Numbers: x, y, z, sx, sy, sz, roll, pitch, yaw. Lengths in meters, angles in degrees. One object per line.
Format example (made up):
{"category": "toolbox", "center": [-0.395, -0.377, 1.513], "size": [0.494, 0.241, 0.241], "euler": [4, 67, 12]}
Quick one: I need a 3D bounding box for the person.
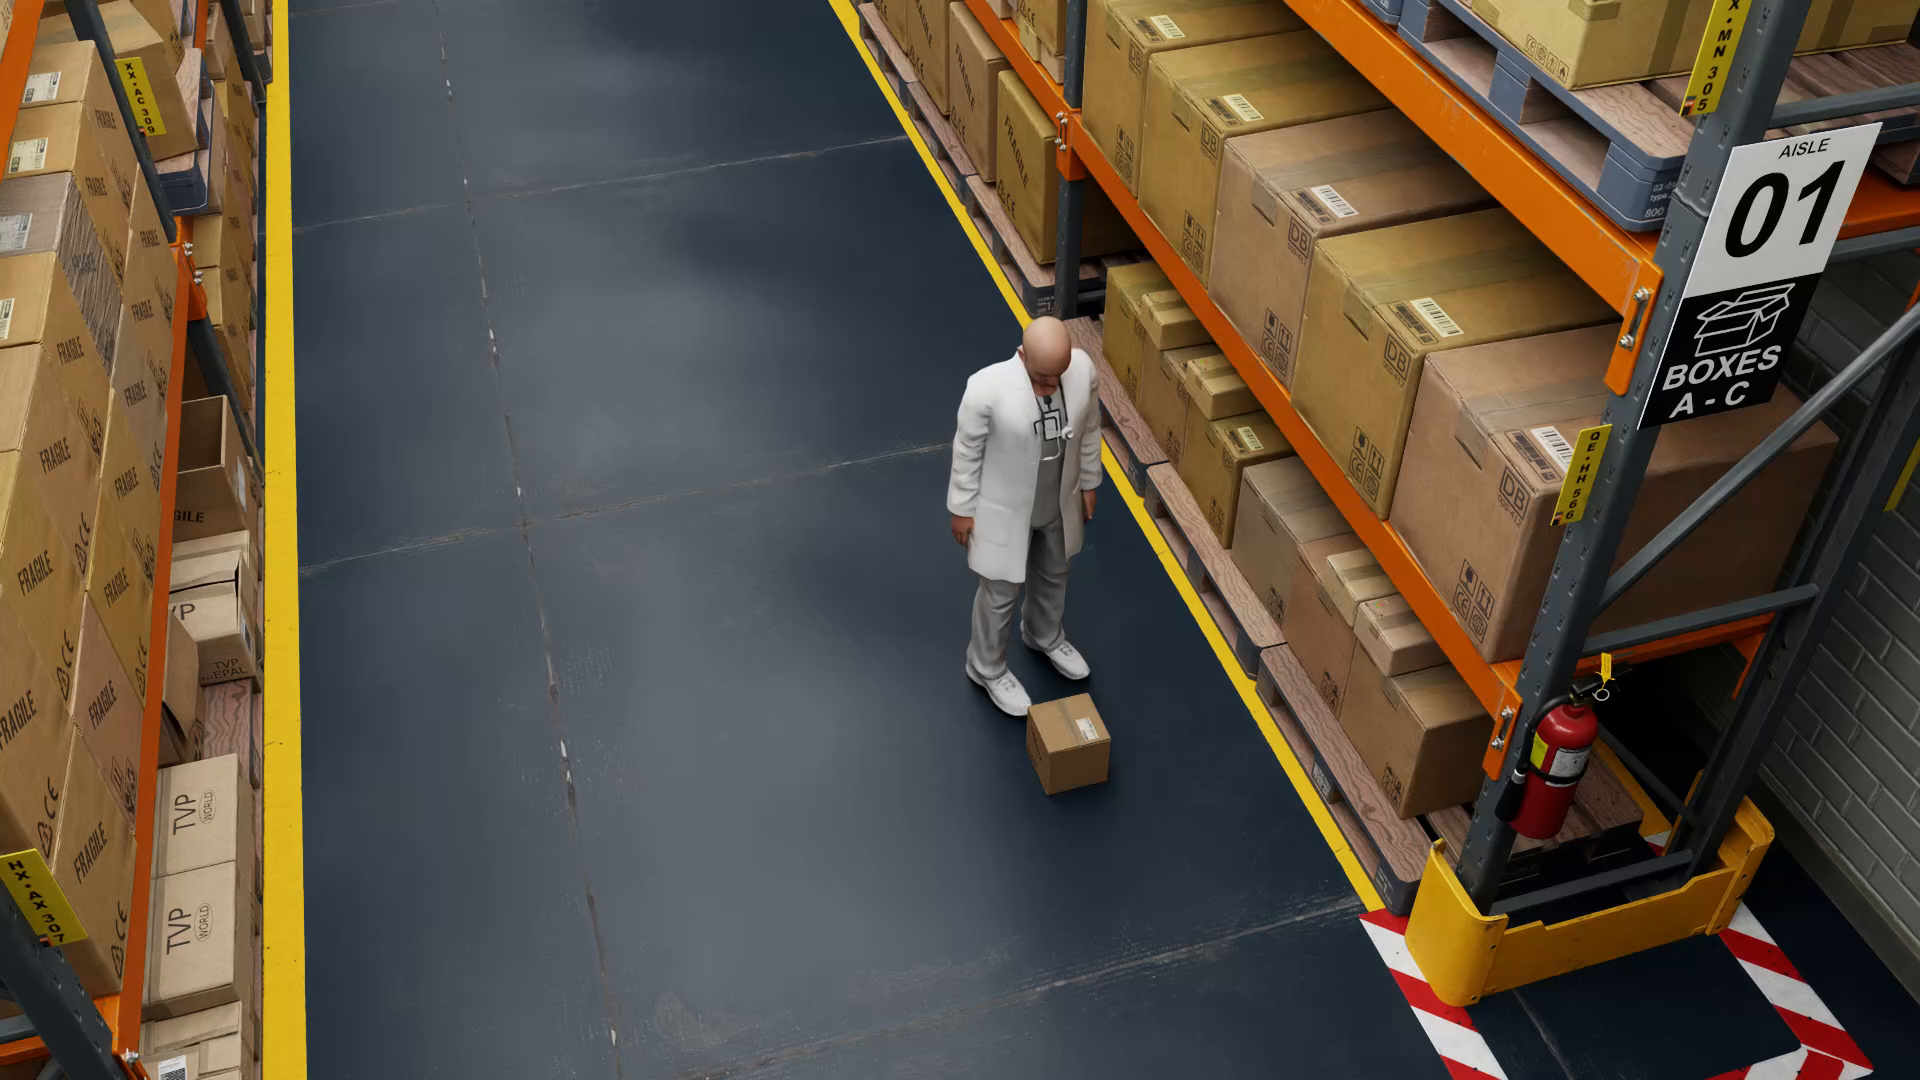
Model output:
{"category": "person", "center": [0.287, -0.108, 6.264], "size": [0.623, 1.767, 0.430], "euler": [-19, 45, -20]}
